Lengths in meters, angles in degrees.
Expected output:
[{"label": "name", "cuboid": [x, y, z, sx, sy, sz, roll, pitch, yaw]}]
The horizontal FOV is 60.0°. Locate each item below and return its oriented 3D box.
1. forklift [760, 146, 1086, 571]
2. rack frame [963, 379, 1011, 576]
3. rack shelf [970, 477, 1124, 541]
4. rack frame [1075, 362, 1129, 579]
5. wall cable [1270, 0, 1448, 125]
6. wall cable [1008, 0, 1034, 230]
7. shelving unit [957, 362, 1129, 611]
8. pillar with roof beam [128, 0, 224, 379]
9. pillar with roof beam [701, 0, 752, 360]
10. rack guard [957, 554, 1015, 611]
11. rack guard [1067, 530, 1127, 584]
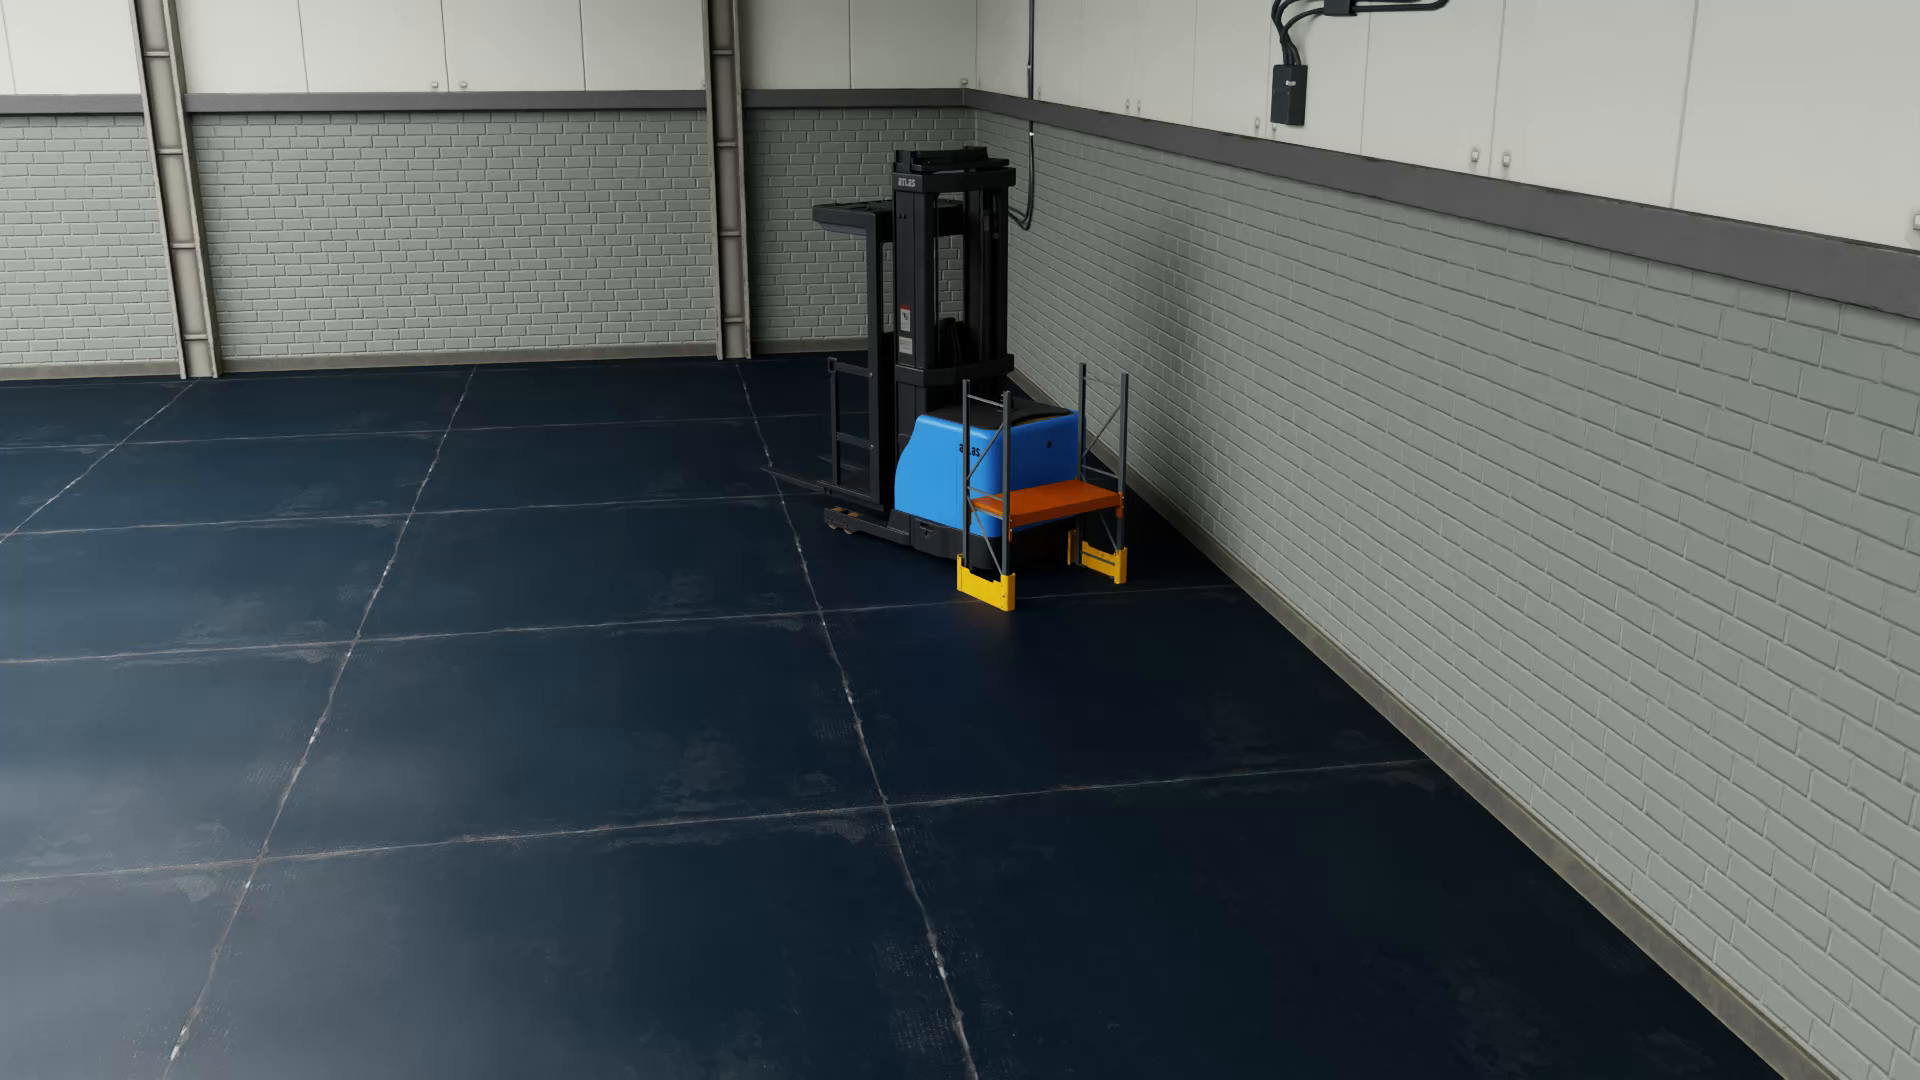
[{"label": "forklift", "cuboid": [-0.420, -1.536, 12.821, 1.130, 2.935, 3.031, -15, 23, -40]}, {"label": "rack frame", "cuboid": [0.176, -0.309, 11.265, 0.032, 1.500, 0.500, -12, 21, -34]}, {"label": "rack shelf", "cuboid": [0.589, -0.224, 11.600, 1.000, 0.185, 0.538, -12, 21, -34]}, {"label": "rack frame", "cuboid": [1.003, -0.483, 11.830, 0.032, 1.500, 0.500, -12, 21, -34]}, {"label": "wall cable", "cuboid": [2.213, -5.177, 8.548, 0.169, 6.003, 2.305, -3, 17, -10]}, {"label": "wall cable", "cuboid": [0.428, -4.805, 18.416, 0.112, 2.526, 3.097, -3, 17, -10]}, {"label": "shelving unit", "cuboid": [0.582, -0.395, 11.543, 1.083, 1.500, 0.587, -12, 21, -34]}, {"label": "pillar with roof beam", "cuboid": [-7.790, -4.931, 13.539, 0.400, 9.000, 9.100, -3, 17, -10]}, {"label": "pillar with roof beam", "cuboid": [-1.899, -5.265, 14.627, 0.400, 9.000, 9.100, -3, 17, -10]}, {"label": "rack guard", "cuboid": [0.177, 0.288, 11.449, 0.087, 0.250, 0.587, -12, 21, -34]}, {"label": "rack guard", "cuboid": [0.987, 0.118, 12.003, 0.087, 0.250, 0.587, -12, 21, -34]}]
